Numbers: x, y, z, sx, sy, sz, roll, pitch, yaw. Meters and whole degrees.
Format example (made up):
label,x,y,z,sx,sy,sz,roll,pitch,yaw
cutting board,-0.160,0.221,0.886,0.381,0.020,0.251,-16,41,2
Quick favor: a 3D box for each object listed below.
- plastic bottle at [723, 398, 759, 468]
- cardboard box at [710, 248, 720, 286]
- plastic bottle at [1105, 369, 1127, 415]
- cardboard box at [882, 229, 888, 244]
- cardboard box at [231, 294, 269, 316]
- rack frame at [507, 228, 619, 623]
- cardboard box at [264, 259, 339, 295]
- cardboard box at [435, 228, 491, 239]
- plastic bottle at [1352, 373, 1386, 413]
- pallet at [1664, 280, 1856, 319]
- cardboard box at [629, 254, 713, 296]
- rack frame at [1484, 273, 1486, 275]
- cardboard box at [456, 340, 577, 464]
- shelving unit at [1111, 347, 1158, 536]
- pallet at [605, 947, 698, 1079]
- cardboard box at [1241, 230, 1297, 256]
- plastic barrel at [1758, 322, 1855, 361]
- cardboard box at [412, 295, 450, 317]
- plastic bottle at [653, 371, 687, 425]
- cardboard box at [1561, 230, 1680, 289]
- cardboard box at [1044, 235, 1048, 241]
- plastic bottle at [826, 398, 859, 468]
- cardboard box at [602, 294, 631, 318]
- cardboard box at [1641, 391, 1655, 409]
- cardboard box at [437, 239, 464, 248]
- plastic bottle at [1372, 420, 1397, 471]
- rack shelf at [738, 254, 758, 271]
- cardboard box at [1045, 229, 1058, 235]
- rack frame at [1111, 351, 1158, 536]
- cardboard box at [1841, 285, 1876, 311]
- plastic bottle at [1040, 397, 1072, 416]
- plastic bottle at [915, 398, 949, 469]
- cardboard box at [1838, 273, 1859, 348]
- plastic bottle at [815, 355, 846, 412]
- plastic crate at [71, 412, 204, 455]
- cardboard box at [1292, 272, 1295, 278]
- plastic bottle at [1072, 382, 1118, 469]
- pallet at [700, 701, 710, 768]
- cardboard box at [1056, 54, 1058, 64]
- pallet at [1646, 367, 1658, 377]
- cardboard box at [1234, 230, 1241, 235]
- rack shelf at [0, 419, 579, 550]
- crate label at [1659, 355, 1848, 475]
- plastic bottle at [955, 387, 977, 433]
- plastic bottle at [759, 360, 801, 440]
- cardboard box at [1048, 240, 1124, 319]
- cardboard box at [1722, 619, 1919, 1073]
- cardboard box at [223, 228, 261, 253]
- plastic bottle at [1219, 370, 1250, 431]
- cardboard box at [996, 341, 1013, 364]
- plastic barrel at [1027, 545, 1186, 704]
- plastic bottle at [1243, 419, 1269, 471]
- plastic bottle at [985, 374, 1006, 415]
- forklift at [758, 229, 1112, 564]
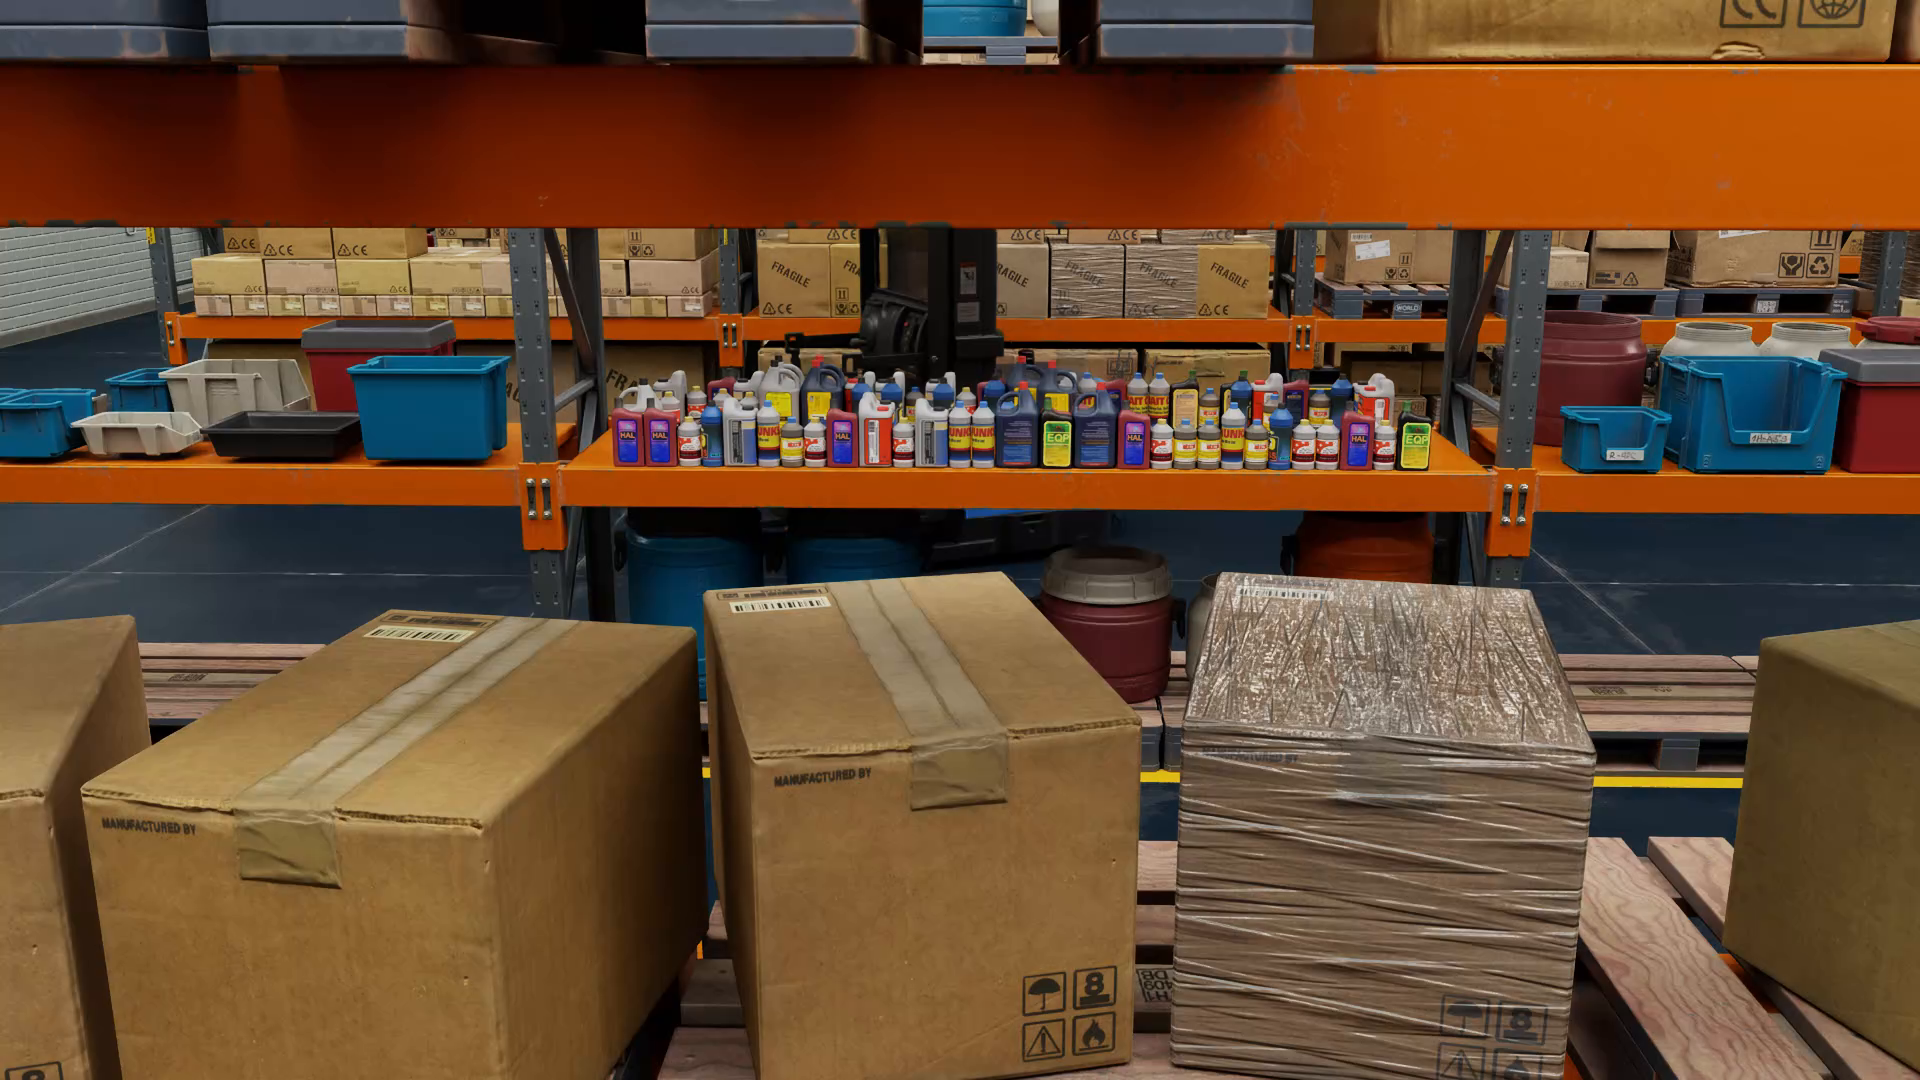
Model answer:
label,x,y,z,sx,sy,sz,roll,pitch,yaw
plastic bottle,-0.908,-0.452,6.916,0.135,0.276,0.152,0,15,1
cardboard box,-2.063,-2.019,12.322,0.500,0.250,0.500,0,15,0
plastic bottle,0.694,-0.636,7.600,0.133,0.283,0.061,0,15,1
cardboard box,-0.276,-2.401,11.899,0.637,0.503,0.797,1,15,2
cardboard box,-4.996,-1.694,11.874,0.250,0.149,0.380,0,15,1
rack frame,-1.727,-0.614,7.289,0.127,3.000,1.000,0,15,1
cardboard box,-4.606,-1.901,11.877,0.500,0.250,0.500,0,15,1
cardboard box,-4.929,-3.287,16.638,0.500,0.500,0.500,1,15,4
plastic bottle,1.848,-0.614,7.529,0.135,0.276,0.152,0,15,1
pallet,5.637,-1.775,12.063,1.213,0.211,1.003,0,15,1
cardboard box,-2.048,-1.885,11.814,0.500,0.250,0.500,0,15,0
rack frame,6.650,-4.353,21.458,0.127,3.000,1.000,0,15,1
cardboard box,-3.158,-1.084,12.409,0.875,0.875,0.875,0,15,1
shelving unit,1.051,-0.644,10.898,0.189,1.200,0.258,8,13,-12
pallet,-1.061,0.775,2.400,1.213,0.211,1.003,0,15,1
cardboard box,3.068,-3.092,16.484,0.500,0.500,0.500,1,15,2
plastic barrel,3.727,-0.687,7.346,0.421,0.512,0.421,0,15,0
cardboard box,-3.715,-1.686,11.842,0.250,0.149,0.380,0,15,0
plastic bottle,-1.324,-0.634,7.607,0.135,0.276,0.152,0,15,1
cardboard box,4.662,-2.066,11.765,0.637,0.503,0.797,2,15,7
cardboard box,0.392,-1.981,12.274,0.500,0.500,0.500,0,15,2
plastic bottle,-0.483,-0.441,6.860,0.133,0.283,0.061,0,15,1
cardboard box,-2.427,-1.678,11.812,0.250,0.149,0.380,0,15,0
cardboard box,4.748,-0.850,12.221,0.500,0.500,0.700,-1,15,-3
cardboard box,-5.056,-2.961,16.674,0.250,0.149,0.380,0,15,1
plastic bottle,1.742,-0.391,6.833,0.097,0.201,0.097,0,15,0
rack shelf,-3.372,-2.807,17.009,4.000,0.370,1.077,0,15,1
cardboard box,0.839,-3.093,16.352,0.250,0.149,0.380,1,15,3
rack frame,1.140,-0.632,10.918,0.006,1.200,0.240,8,13,-12
cardboard box,6.620,-1.777,12.189,0.250,0.149,0.380,0,15,1
plastic bottle,0.398,-0.451,6.897,0.133,0.283,0.061,0,15,1
plastic bottle,-0.116,-0.447,6.896,0.135,0.276,0.152,0,15,1
cardboard box,9.064,-2.232,16.762,0.875,0.875,0.875,0,15,1
plastic bottle,-0.615,-0.667,7.584,0.185,0.351,0.144,0,15,1
plastic crate,-3.475,-0.451,7.067,0.466,0.136,0.293,0,15,1
cardboard box,4.712,-3.296,21.780,0.625,0.372,0.950,1,15,3
plastic bottle,0.556,-0.477,6.866,0.185,0.351,0.144,0,15,1
pallet,-0.956,0.750,7.585,1.213,0.211,1.003,0,15,1
cardboard box,0.922,-3.522,11.410,0.500,0.500,0.500,1,15,4
pallet,7.383,-1.716,16.932,1.213,0.211,1.003,0,15,1
cardboard box,3.083,-3.230,17.005,0.500,0.500,0.500,0,15,1
rack shelf,-3.726,-0.280,7.430,4.000,0.370,1.077,0,15,1
crate label,3.258,-0.530,6.899,0.616,0.435,0.502,0,15,1
plastic bottle,0.028,-0.596,7.610,0.097,0.201,0.097,0,15,0
plastic bottle,-0.803,-0.631,7.449,0.185,0.351,0.144,0,15,1
cardboard box,0.881,-1.847,11.765,0.500,0.500,0.500,0,15,0
cardboard box,1.509,0.448,2.242,0.500,0.500,0.700,-5,16,-17
cardboard box,-5.105,-2.401,12.302,0.500,0.500,0.500,1,15,2
plastic bottle,1.252,-0.633,7.587,0.133,0.283,0.061,0,15,1
cardboard box,-0.067,-1.048,12.276,0.875,0.875,1.225,0,15,-1
plastic barrel,0.654,0.368,7.467,0.708,0.588,0.600,0,15,1
plastic bottle,1.219,-0.395,6.846,0.097,0.201,0.097,0,15,0
plastic bottle,0.160,-0.614,7.539,0.097,0.271,0.097,0,15,0
forklift,-0.591,-1.318,10.091,3.031,2.935,1.130,-7,16,-24
